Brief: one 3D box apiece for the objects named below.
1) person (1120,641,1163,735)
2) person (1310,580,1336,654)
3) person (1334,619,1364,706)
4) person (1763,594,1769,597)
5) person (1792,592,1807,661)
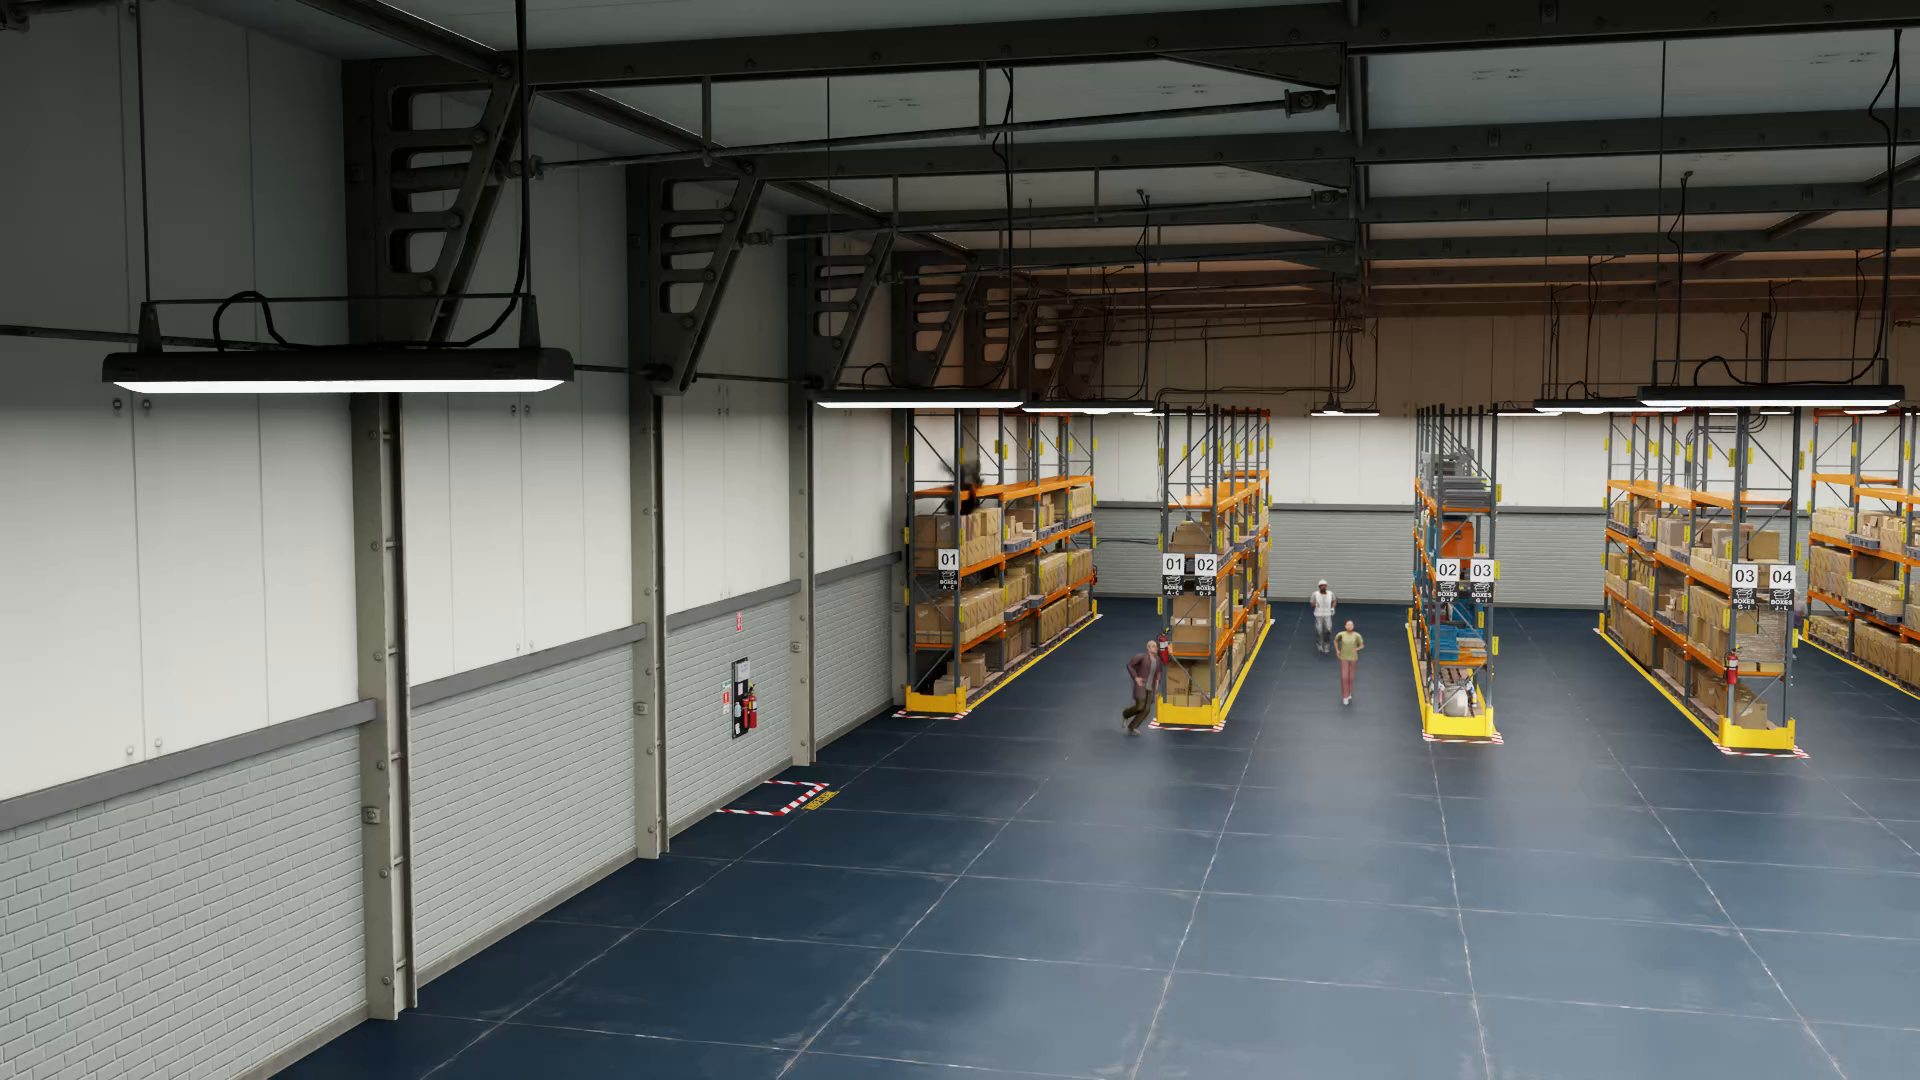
[{"bbox_3d":[3.361,2.674,30.315,0.753,1.684,0.643,-2,5,-26],"label":"person"},{"bbox_3d":[8.863,1.883,40.606,0.641,1.807,0.685,1,4,7],"label":"person"},{"bbox_3d":[7.845,2.449,33.539,0.580,1.716,0.732,1,4,7],"label":"person"},{"bbox_3d":[20.621,1.744,42.954,0.765,1.744,0.648,3,5,34],"label":"person"},{"bbox_3d":[19.910,2.041,39.695,0.541,1.580,0.877,1,4,16],"label":"person"}]
